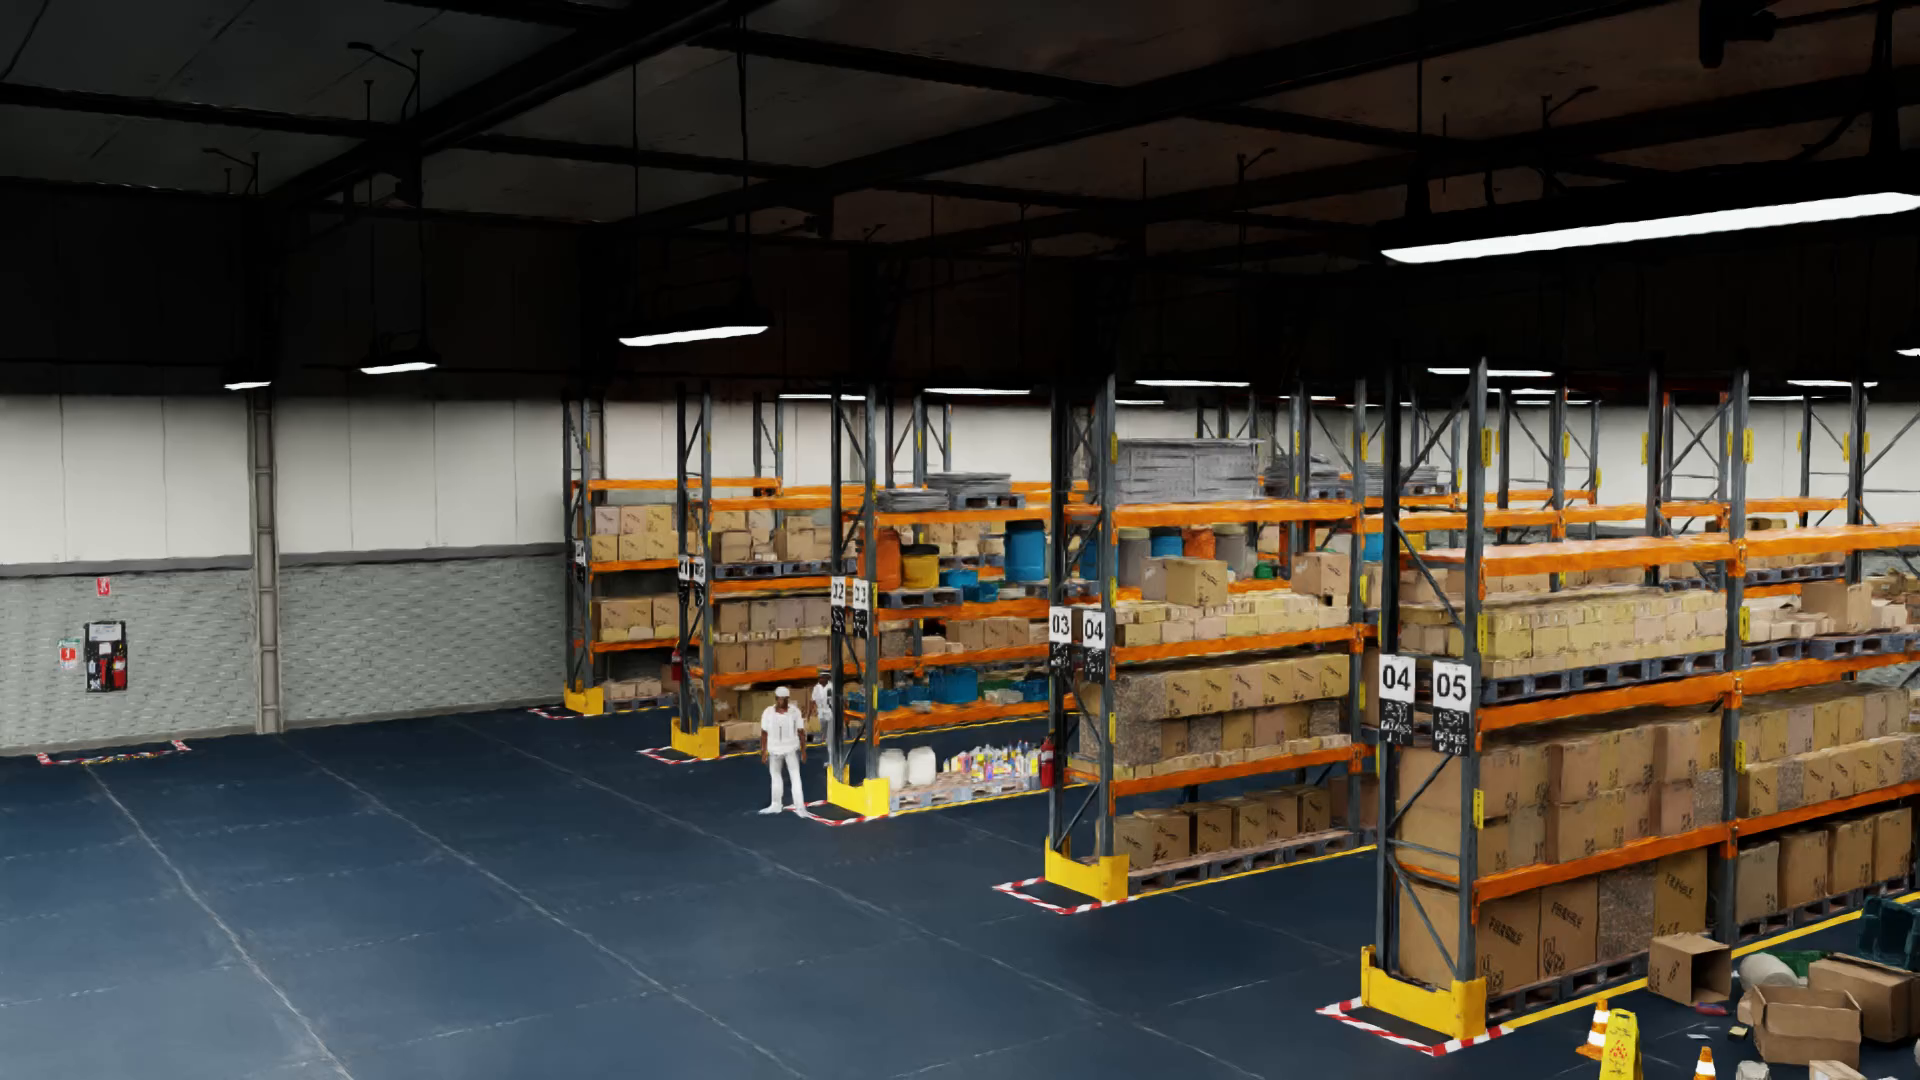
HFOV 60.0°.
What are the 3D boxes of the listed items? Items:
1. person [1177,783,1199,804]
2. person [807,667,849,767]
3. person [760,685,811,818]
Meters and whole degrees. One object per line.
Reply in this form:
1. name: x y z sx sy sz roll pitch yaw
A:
1. person: 3.084 2.956 22.049 0.399 1.566 0.469 2 4 23
2. person: -1.973 2.726 25.410 0.615 1.602 0.780 3 4 35
3. person: -2.389 2.835 22.379 0.649 1.758 0.534 0 4 2
